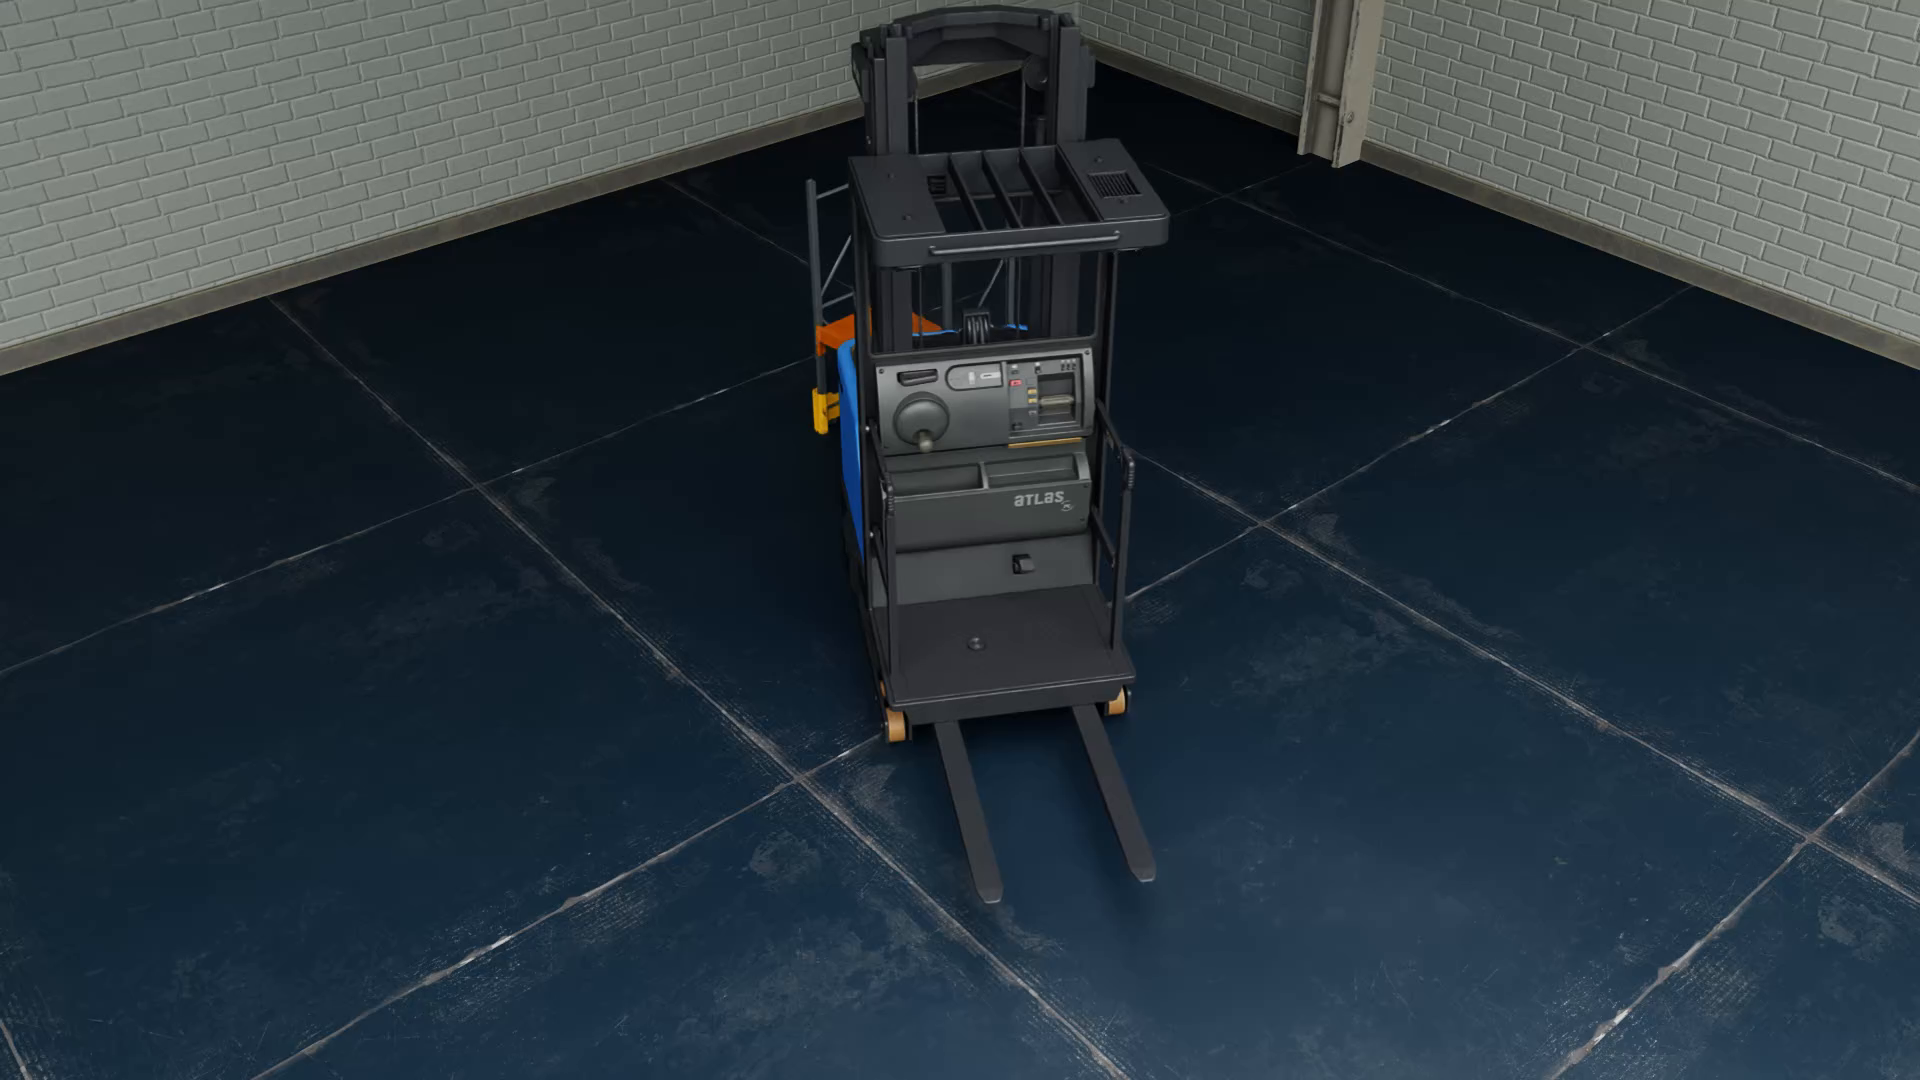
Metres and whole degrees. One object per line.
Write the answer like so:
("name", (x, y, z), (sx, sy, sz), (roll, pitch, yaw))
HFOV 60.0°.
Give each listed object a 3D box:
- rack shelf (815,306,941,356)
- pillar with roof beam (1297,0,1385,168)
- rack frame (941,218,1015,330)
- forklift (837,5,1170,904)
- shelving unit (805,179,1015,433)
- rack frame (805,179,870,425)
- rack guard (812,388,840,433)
("rack shelf", (-0.264, -1.007, 9.087), (0.538, 0.185, 1.000), (-30, 45, -35))
("pillar with roof beam", (-0.437, -5.036, 7.975), (9.100, 9.000, 0.400), (-26, 43, -32))
("rack frame", (0.093, -0.945, 8.688), (0.500, 1.500, 0.032), (-30, 45, -35))
("forklift", (0.151, -0.529, 6.862), (1.130, 2.935, 3.031), (-6, 36, -8))
("shelving unit", (-0.258, -1.151, 8.978), (0.587, 1.500, 1.083), (-30, 45, -35))
("rack frame", (-0.622, -1.363, 9.278), (0.500, 1.500, 0.032), (-30, 45, -35))
("rack guard", (-0.608, -0.845, 9.628), (0.587, 0.250, 0.087), (-30, 45, -35))
